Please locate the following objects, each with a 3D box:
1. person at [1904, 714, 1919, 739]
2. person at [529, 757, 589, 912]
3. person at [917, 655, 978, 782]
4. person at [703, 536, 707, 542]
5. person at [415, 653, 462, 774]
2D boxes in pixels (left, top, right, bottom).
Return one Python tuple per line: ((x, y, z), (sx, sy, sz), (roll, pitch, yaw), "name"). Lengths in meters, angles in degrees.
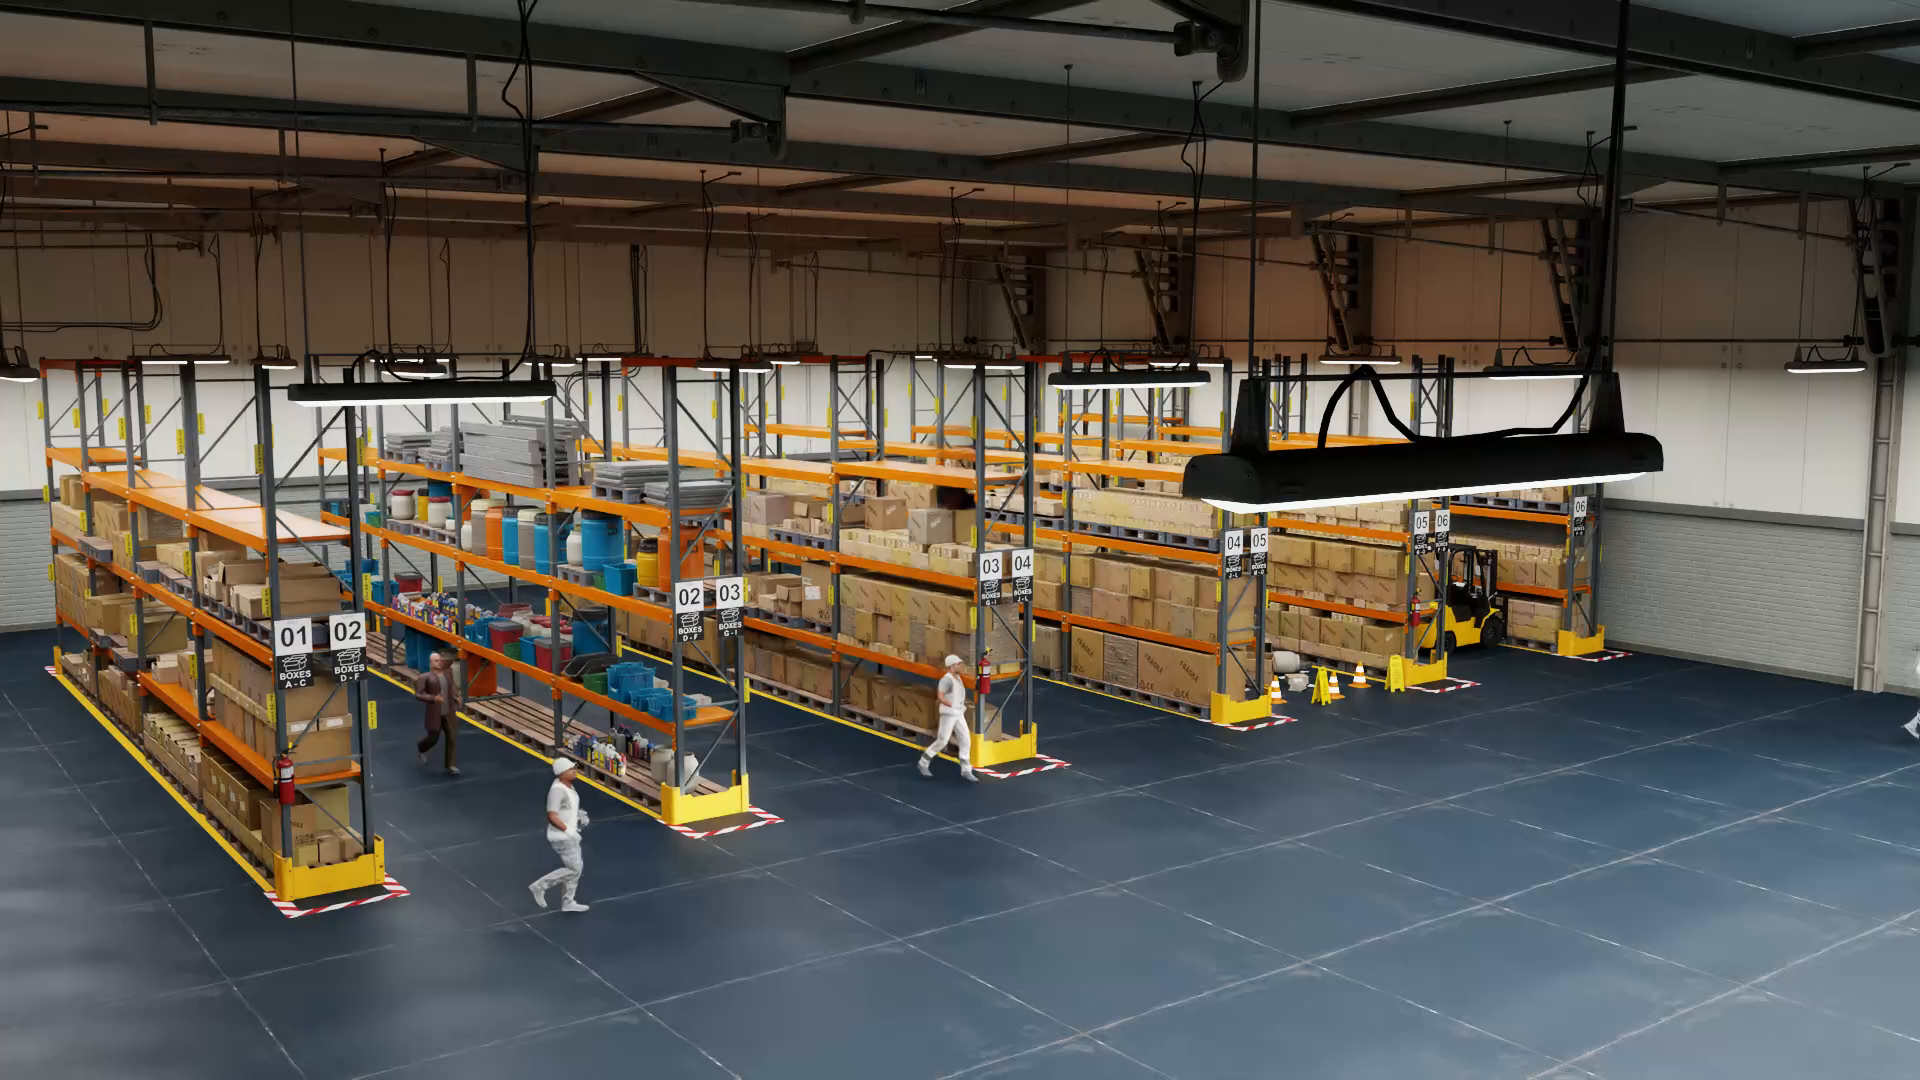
((15.312, 2.359, 25.950), (0.941, 1.681, 0.611), (3, 7, 23), "person")
((-4.445, 3.267, 18.429), (0.650, 1.755, 0.677), (-1, 7, -10), "person")
((-0.094, 2.556, 24.083), (0.932, 1.783, 0.723), (3, 8, 27), "person")
((-6.370, 0.687, 40.364), (0.719, 1.678, 0.681), (1, 7, 9), "person")
((-7.658, 2.537, 24.429), (0.958, 1.739, 0.721), (6, 9, 43), "person")
